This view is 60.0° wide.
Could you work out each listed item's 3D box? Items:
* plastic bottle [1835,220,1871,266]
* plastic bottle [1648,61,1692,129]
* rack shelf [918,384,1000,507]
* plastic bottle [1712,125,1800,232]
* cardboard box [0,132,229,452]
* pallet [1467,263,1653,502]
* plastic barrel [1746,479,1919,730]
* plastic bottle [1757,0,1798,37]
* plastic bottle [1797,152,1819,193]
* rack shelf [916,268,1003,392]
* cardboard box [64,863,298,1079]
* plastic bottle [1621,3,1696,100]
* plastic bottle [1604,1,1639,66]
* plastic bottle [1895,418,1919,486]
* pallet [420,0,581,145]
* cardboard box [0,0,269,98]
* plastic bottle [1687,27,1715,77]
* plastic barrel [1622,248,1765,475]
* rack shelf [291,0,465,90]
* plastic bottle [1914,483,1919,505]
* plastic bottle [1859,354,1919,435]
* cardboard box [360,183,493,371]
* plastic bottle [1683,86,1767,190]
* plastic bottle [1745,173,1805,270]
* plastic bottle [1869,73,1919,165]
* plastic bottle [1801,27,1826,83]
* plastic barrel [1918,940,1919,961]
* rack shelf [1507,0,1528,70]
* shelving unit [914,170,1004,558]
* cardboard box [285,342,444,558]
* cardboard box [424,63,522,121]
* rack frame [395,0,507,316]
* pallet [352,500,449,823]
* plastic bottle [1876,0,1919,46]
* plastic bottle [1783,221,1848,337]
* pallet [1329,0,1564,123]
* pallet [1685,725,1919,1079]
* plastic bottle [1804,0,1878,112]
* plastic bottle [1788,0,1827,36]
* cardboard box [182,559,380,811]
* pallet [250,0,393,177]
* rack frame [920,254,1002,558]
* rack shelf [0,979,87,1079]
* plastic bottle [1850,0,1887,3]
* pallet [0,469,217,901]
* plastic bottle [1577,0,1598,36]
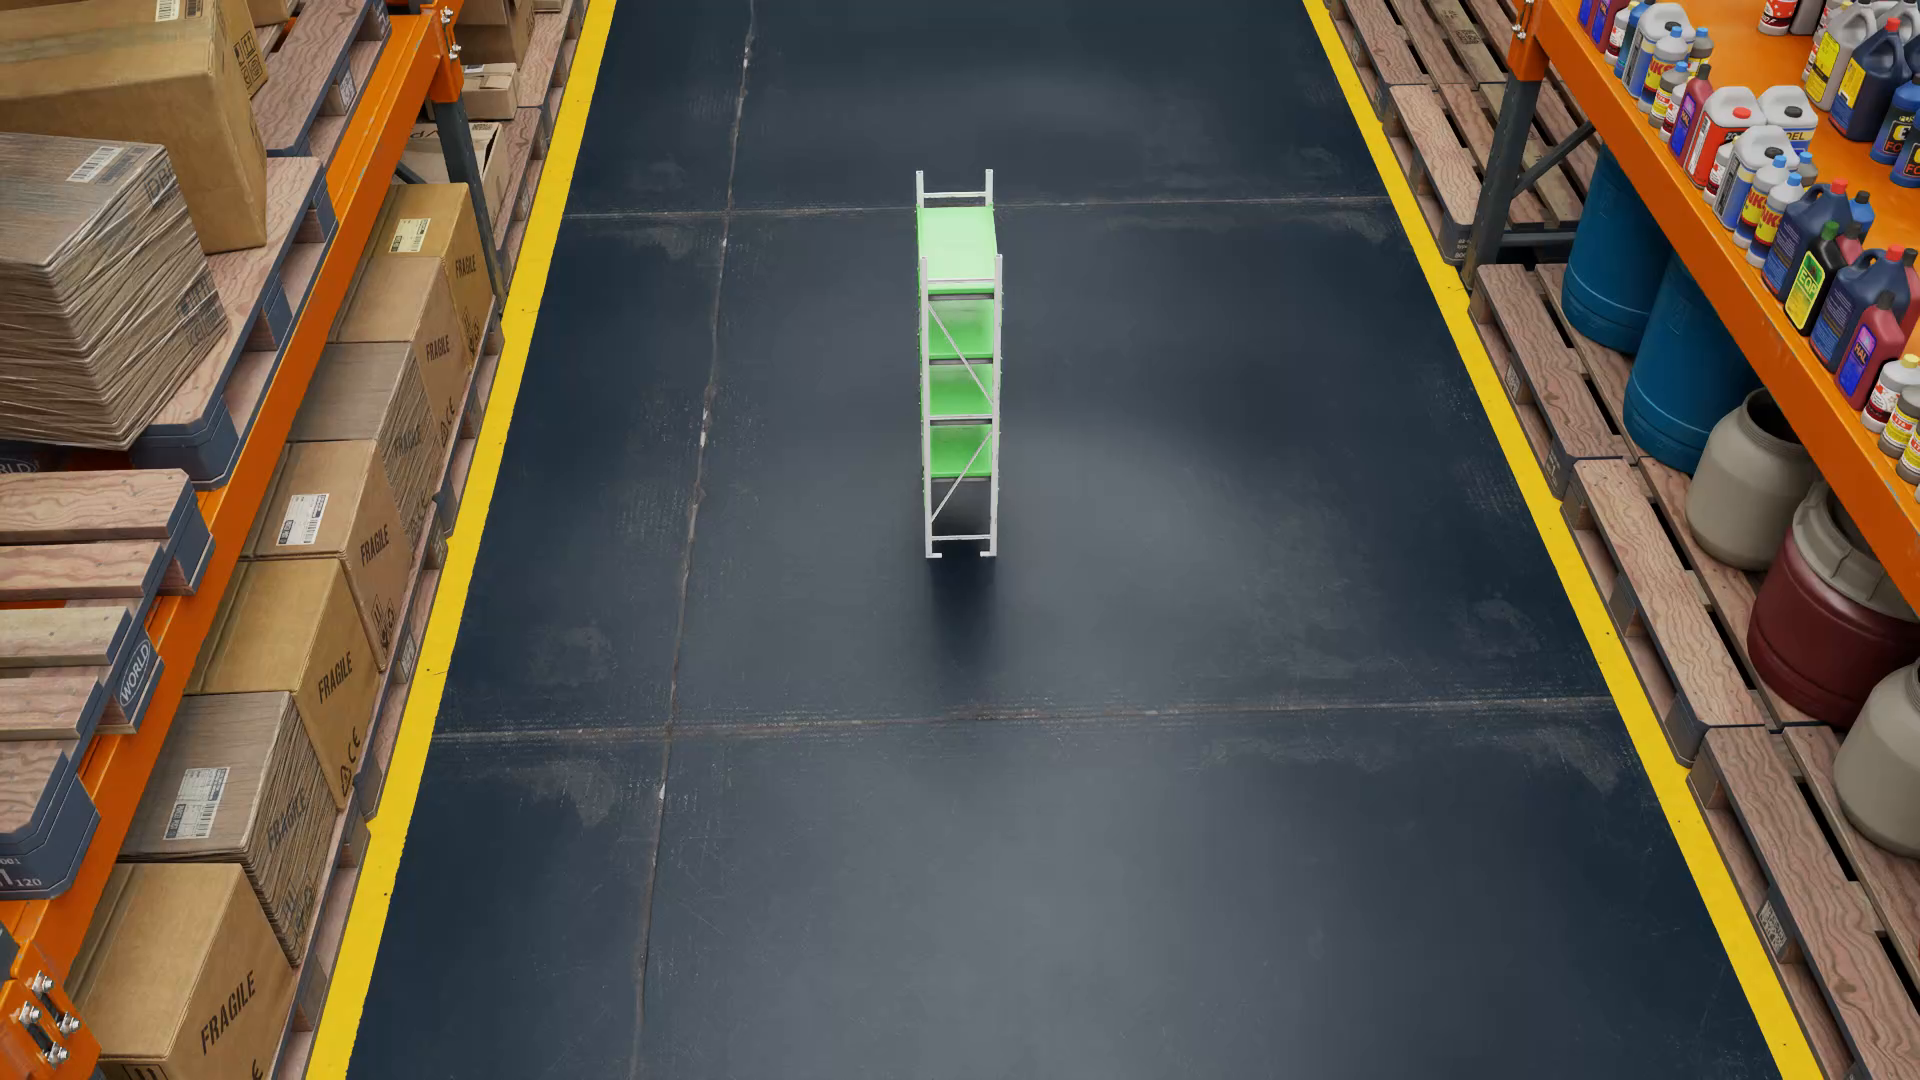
[{"bbox_3d":[2.317,-0.688,4.367,0.061,0.283,0.133,-2,43,-2],"label":"plastic bottle"},{"bbox_3d":[2.228,-1.394,5.198,0.097,0.201,0.097,0,43,0],"label":"plastic bottle"},{"bbox_3d":[-0.007,-0.330,5.672,0.258,0.148,0.480,-2,43,-2],"label":"rack shelf"},{"bbox_3d":[2.280,-1.032,4.748,0.152,0.276,0.135,-2,43,-2],"label":"plastic bottle"},{"bbox_3d":[-2.174,-0.579,3.777,0.700,0.500,0.500,6,43,6],"label":"cardboard box"},{"bbox_3d":[2.583,-0.633,6.284,1.003,0.211,1.213,-2,43,-2],"label":"pallet"},{"bbox_3d":[2.676,0.160,4.830,0.600,0.588,0.708,-2,43,-2],"label":"plastic barrel"},{"bbox_3d":[2.808,-1.837,5.681,0.097,0.201,0.097,0,43,0],"label":"plastic bottle"},{"bbox_3d":[2.404,-1.021,4.791,0.097,0.201,0.097,0,43,0],"label":"plastic bottle"},{"bbox_3d":[-0.007,-0.684,5.347,0.258,0.148,0.480,-2,43,-2],"label":"rack shelf"},{"bbox_3d":[-1.921,1.101,3.853,0.500,0.500,0.500,0,43,0],"label":"cardboard box"},{"bbox_3d":[2.247,-1.567,5.331,0.152,0.276,0.135,-2,43,-2],"label":"plastic bottle"},{"bbox_3d":[2.210,-1.682,5.512,0.097,0.201,0.097,0,43,0],"label":"plastic bottle"},{"bbox_3d":[2.301,-0.233,3.931,0.097,0.201,0.097,0,43,0],"label":"plastic bottle"},{"bbox_3d":[-2.440,-2.304,8.108,1.003,0.211,1.213,-2,43,-2],"label":"pallet"},{"bbox_3d":[-2.468,-1.446,4.723,0.700,0.500,0.500,5,43,5],"label":"cardboard box"},{"bbox_3d":[2.370,-1.555,5.374,0.097,0.201,0.097,0,43,0],"label":"plastic bottle"},{"bbox_3d":[2.628,-0.718,5.556,0.600,0.901,0.708,-2,43,-2],"label":"plastic barrel"},{"bbox_3d":[-2.442,-3.128,7.475,1.077,0.370,4.000,-2,43,-2],"label":"rack shelf"},{"bbox_3d":[2.306,-0.193,3.836,0.097,0.271,0.097,0,43,0],"label":"plastic bottle"},{"bbox_3d":[2.293,-0.364,4.074,0.097,0.201,0.097,0,43,0],"label":"plastic bottle"},{"bbox_3d":[-2.050,-0.959,6.101,0.500,0.500,0.500,-2,43,-2],"label":"cardboard box"},{"bbox_3d":[2.270,-1.189,4.919,0.152,0.276,0.135,-2,43,-2],"label":"plastic bottle"},{"bbox_3d":[2.262,-0.885,4.591,0.097,0.271,0.097,0,43,0],"label":"plastic bottle"},{"bbox_3d":[2.845,-1.275,5.017,0.097,0.271,0.097,0,43,0],"label":"plastic bottle"},{"bbox_3d":[2.823,-1.590,5.412,0.097,0.201,0.097,0,43,0],"label":"plastic bottle"},{"bbox_3d":[2.724,0.833,3.917,0.600,0.830,0.708,-2,43,-2],"label":"plastic barrel"},{"bbox_3d":[2.507,-3.268,7.628,1.077,0.370,4.000,-2,43,-2],"label":"rack shelf"},{"bbox_3d":[-0.007,-0.554,5.466,0.258,1.200,0.503,-2,43,-2],"label":"shelving unit"},{"bbox_3d":[-2.016,-0.286,5.367,0.500,0.500,0.500,-1,43,-1],"label":"cardboard box"},{"bbox_3d":[-2.205,-2.034,7.520,0.380,0.166,0.250,-2,43,-2],"label":"cardboard box"},{"bbox_3d":[-2.357,-2.043,5.759,1.000,3.000,0.127,-2,43,-2],"label":"rack frame"},{"bbox_3d":[-2.230,0.358,5.203,1.003,0.211,1.213,-2,43,-2],"label":"pallet"},{"bbox_3d":[2.958,-1.553,5.261,0.144,0.351,0.185,-2,43,-2],"label":"plastic bottle"},{"bbox_3d":[2.256,-0.687,4.366,0.061,0.283,0.133,-2,43,-2],"label":"plastic bottle"},{"bbox_3d":[2.467,-2.476,8.295,1.003,0.211,1.213,-2,43,-2],"label":"pallet"},{"bbox_3d":[2.687,1.015,4.487,1.003,0.211,1.213,-2,43,-2],"label":"pallet"},{"bbox_3d":[2.814,-1.549,5.257,0.144,0.351,0.185,-2,43,-2],"label":"plastic bottle"},{"bbox_3d":[2.932,-1.880,5.673,0.152,0.276,0.135,-2,43,-2],"label":"plastic bottle"},{"bbox_3d":[-1.965,0.409,4.608,0.500,0.500,0.500,-2,43,-2],"label":"cardboard box"},{"bbox_3d":[-2.432,-1.430,5.232,1.003,0.211,1.213,-2,43,-2],"label":"pallet"},{"bbox_3d":[0.003,-0.389,5.287,0.240,1.200,0.015,-2,43,-2],"label":"rack frame"},{"bbox_3d":[-2.102,2.273,1.583,1.077,0.370,4.000,-2,43,-2],"label":"rack shelf"},{"bbox_3d":[2.987,-1.728,5.502,0.061,0.283,0.133,-2,43,-2],"label":"plastic bottle"},{"bbox_3d":[-2.286,0.272,3.375,1.213,0.211,1.003,-2,43,-2],"label":"pallet"},{"bbox_3d":[2.181,-1.880,5.667,0.061,0.283,0.133,-2,43,-2],"label":"plastic bottle"}]
